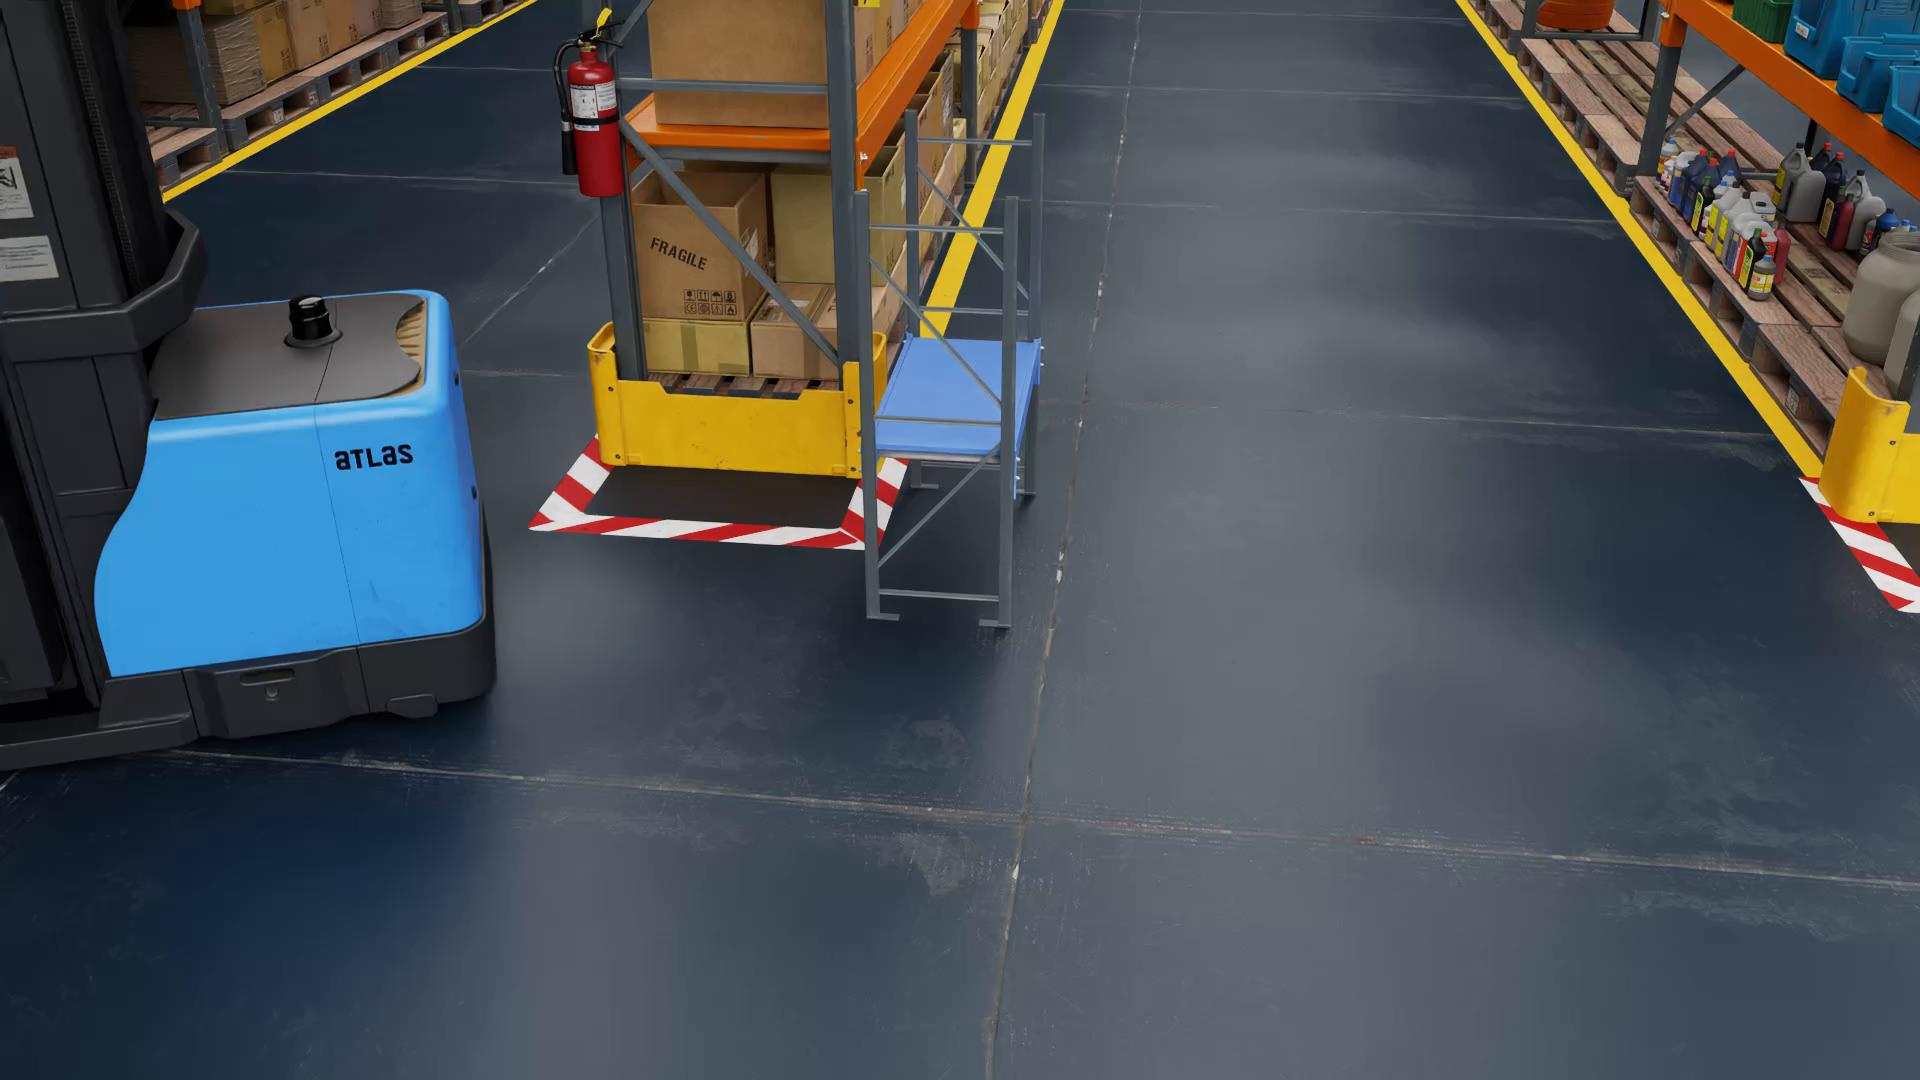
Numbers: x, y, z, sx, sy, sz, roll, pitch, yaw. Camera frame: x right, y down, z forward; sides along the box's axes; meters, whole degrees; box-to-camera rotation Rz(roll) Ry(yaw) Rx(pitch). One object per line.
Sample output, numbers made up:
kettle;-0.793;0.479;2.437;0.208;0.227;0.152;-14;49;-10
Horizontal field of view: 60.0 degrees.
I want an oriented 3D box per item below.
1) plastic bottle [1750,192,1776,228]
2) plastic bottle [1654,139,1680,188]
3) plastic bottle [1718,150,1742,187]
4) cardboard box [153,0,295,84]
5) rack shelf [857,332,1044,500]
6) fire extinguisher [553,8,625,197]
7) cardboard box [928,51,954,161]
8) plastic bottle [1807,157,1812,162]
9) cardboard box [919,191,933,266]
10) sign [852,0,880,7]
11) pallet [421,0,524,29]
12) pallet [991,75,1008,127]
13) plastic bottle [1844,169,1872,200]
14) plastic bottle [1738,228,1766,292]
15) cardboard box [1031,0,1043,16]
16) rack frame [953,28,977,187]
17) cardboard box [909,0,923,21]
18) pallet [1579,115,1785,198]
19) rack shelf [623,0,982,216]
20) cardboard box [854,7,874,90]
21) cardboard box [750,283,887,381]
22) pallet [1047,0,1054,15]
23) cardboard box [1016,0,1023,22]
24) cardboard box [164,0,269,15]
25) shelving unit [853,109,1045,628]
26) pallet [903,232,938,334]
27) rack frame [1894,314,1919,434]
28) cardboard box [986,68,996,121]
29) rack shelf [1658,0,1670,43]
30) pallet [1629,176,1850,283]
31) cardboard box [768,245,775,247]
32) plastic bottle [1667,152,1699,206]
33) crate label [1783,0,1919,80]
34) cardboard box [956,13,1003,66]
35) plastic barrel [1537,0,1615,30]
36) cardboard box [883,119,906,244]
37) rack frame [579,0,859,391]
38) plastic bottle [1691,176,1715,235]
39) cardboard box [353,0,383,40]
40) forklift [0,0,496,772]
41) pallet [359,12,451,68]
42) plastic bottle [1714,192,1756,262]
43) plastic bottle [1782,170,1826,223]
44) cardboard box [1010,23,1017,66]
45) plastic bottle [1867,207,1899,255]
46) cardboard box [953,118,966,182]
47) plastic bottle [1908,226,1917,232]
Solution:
plastic bottle;4.080;-1.637;8.534;0.152;0.276;0.135;3;28;6
plastic bottle;4.041;-2.152;9.495;0.097;0.271;0.097;0;28;0
plastic bottle;4.148;-1.947;9.031;0.144;0.351;0.185;3;28;6
cardboard box;-5.230;-3.546;11.842;0.700;0.500;0.500;3;28;5
rack shelf;-0.010;-0.462;5.905;0.538;0.185;1.000;3;28;6
fire extinguisher;-1.366;-1.628;6.191;0.296;0.674;0.183;3;28;6
cardboard box;-0.313;-2.412;9.231;0.500;0.500;0.500;3;28;6
plastic bottle;4.780;-2.057;9.392;0.097;0.201;0.097;0;28;0
cardboard box;-0.418;-1.611;8.533;0.500;0.250;0.500;3;28;6
sign;-0.340;-2.072;5.936;0.100;0.325;0.005;3;28;6
pallet;-4.655;-4.882;15.089;1.003;0.211;1.213;3;28;6
pallet;-0.201;-3.271;12.099;1.003;0.211;1.213;3;28;6
plastic bottle;4.660;-1.749;8.663;0.144;0.351;0.185;3;28;6
plastic bottle;3.812;-1.345;7.984;0.061;0.283;0.133;4;29;7
cardboard box;0.429;-4.747;14.071;0.500;0.500;0.500;5;29;8
rack frame;-0.400;-3.574;9.721;1.000;3.000;0.127;3;28;6
cardboard box;-0.572;-2.924;8.409;0.700;0.500;0.500;4;29;7
pallet;4.573;-2.428;10.535;1.003;0.211;1.213;3;28;6
rack shelf;-0.645;-2.315;8.144;1.077;0.370;4.000;3;28;6
cardboard box;-0.761;-2.201;7.068;0.700;0.500;0.500;4;29;8
cardboard box;-0.604;-0.905;7.223;0.500;0.250;0.500;3;28;6
pallet;0.371;-5.151;15.588;1.003;0.211;1.213;3;28;6
cardboard box;0.213;-4.172;12.696;0.500;0.311;0.500;3;28;5
cardboard box;-5.193;-3.838;11.592;0.500;0.250;0.500;3;28;5
shelving unit;-0.010;-0.620;5.820;0.538;1.500;1.048;3;28;6
pallet;-0.686;-1.398;8.623;1.003;0.211;1.213;3;28;6
rack frame;4.025;-1.401;5.688;1.000;3.000;0.127;3;28;6
cardboard box;-0.041;-2.964;11.045;0.500;0.250;0.500;4;29;7
rack shelf;4.761;-3.909;11.101;1.077;0.370;4.000;3;28;6
pallet;4.392;-1.743;9.262;1.003;0.211;1.213;3;28;6
cardboard box;-1.009;-1.406;8.154;0.500;0.250;0.500;3;28;6
plastic bottle;4.029;-2.000;9.208;0.152;0.276;0.135;4;29;8
crate label;3.983;-2.299;7.317;0.502;0.435;0.616;3;28;6
cardboard box;0.027;-3.454;11.363;0.500;0.311;0.500;2;28;5
plastic barrel;5.049;-4.628;13.522;0.600;0.830;0.708;3;28;6
cardboard box;-0.496;-1.706;7.920;0.500;0.500;0.500;3;28;6
rack frame;-0.890;-1.691;6.226;1.000;3.000;0.127;3;28;6
plastic bottle;3.920;-1.762;8.758;0.061;0.283;0.133;5;29;8
cardboard box;-5.042;-4.258;13.163;0.700;0.500;0.500;3;28;6
forklift;-3.045;-0.794;4.634;3.031;2.935;1.130;-7;29;-13
pallet;-4.924;-4.147;13.725;1.003;0.211;1.213;3;28;6
plastic bottle;3.907;-1.579;8.348;0.144;0.351;0.185;5;29;8
plastic bottle;4.549;-1.865;8.957;0.152;0.276;0.135;3;28;6
cardboard box;0.143;-3.690;12.392;0.500;0.250;0.500;4;29;7
plastic bottle;4.636;-1.533;8.345;0.097;0.271;0.097;0;28;0
cardboard box;-0.240;-2.317;9.844;0.500;0.250;0.500;3;28;6
plastic bottle;4.599;-1.390;8.081;0.097;0.271;0.097;0;28;0
